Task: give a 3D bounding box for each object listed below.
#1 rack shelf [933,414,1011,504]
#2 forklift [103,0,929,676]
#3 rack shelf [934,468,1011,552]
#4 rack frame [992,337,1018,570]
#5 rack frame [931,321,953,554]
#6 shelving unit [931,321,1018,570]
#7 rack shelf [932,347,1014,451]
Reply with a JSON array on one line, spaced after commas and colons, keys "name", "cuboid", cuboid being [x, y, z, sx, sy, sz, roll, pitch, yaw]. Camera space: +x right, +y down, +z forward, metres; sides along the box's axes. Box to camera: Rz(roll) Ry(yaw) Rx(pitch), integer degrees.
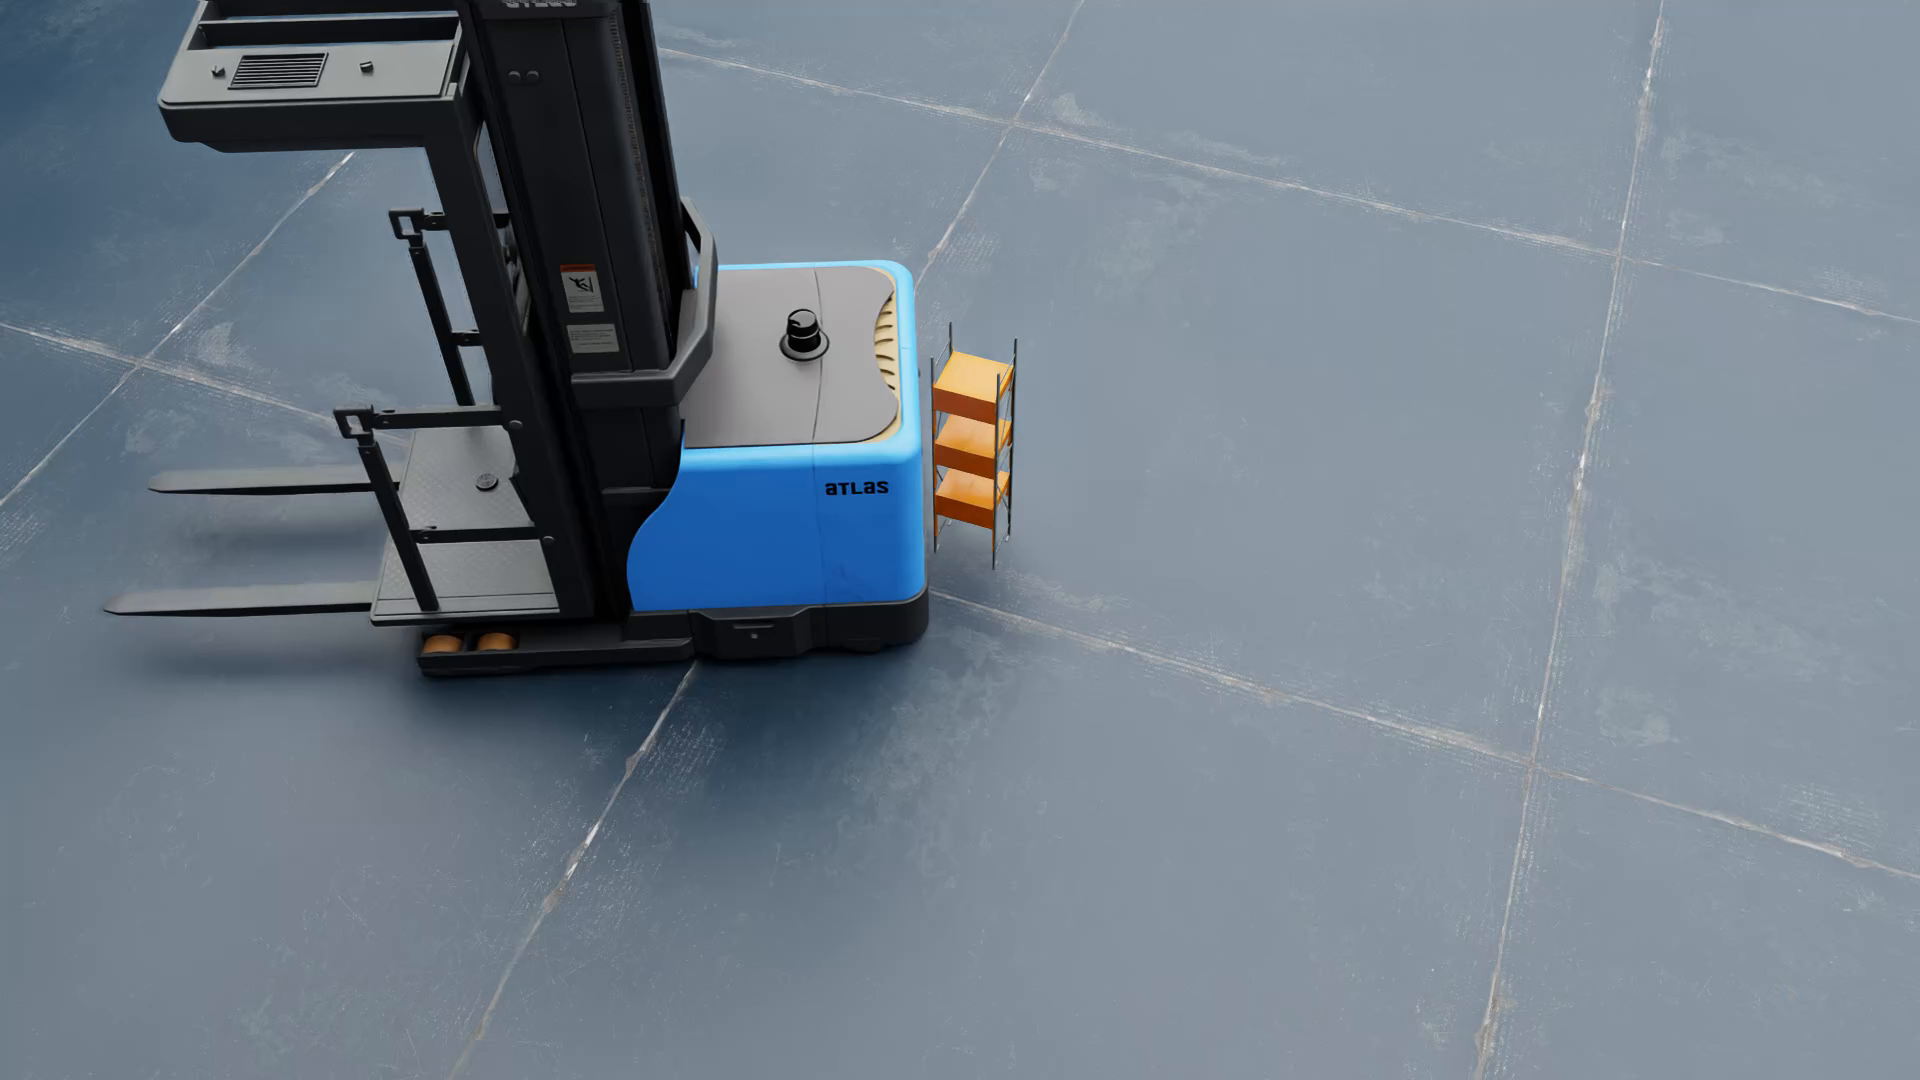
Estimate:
[{"name": "rack shelf", "cuboid": [0.050, -0.323, 6.216, 0.240, 0.259, 0.215, 16, 51, 13]}, {"name": "forklift", "cuboid": [-1.651, -0.867, 5.429, 3.031, 2.935, 1.130, -2, 49, -2]}, {"name": "rack shelf", "cuboid": [0.050, -0.141, 6.426, 0.240, 0.259, 0.215, 16, 51, 13]}, {"name": "rack frame", "cuboid": [0.165, -0.298, 6.180, 0.008, 1.050, 0.200, 16, 51, 13]}, {"name": "rack frame", "cuboid": [-0.064, -0.362, 6.235, 0.008, 1.050, 0.200, 16, 51, 13]}, {"name": "shelving unit", "cuboid": [0.050, -0.330, 6.208, 0.252, 1.050, 0.215, 16, 51, 13]}, {"name": "rack shelf", "cuboid": [0.050, -0.509, 6.001, 0.240, 0.259, 0.215, 16, 51, 13]}]
